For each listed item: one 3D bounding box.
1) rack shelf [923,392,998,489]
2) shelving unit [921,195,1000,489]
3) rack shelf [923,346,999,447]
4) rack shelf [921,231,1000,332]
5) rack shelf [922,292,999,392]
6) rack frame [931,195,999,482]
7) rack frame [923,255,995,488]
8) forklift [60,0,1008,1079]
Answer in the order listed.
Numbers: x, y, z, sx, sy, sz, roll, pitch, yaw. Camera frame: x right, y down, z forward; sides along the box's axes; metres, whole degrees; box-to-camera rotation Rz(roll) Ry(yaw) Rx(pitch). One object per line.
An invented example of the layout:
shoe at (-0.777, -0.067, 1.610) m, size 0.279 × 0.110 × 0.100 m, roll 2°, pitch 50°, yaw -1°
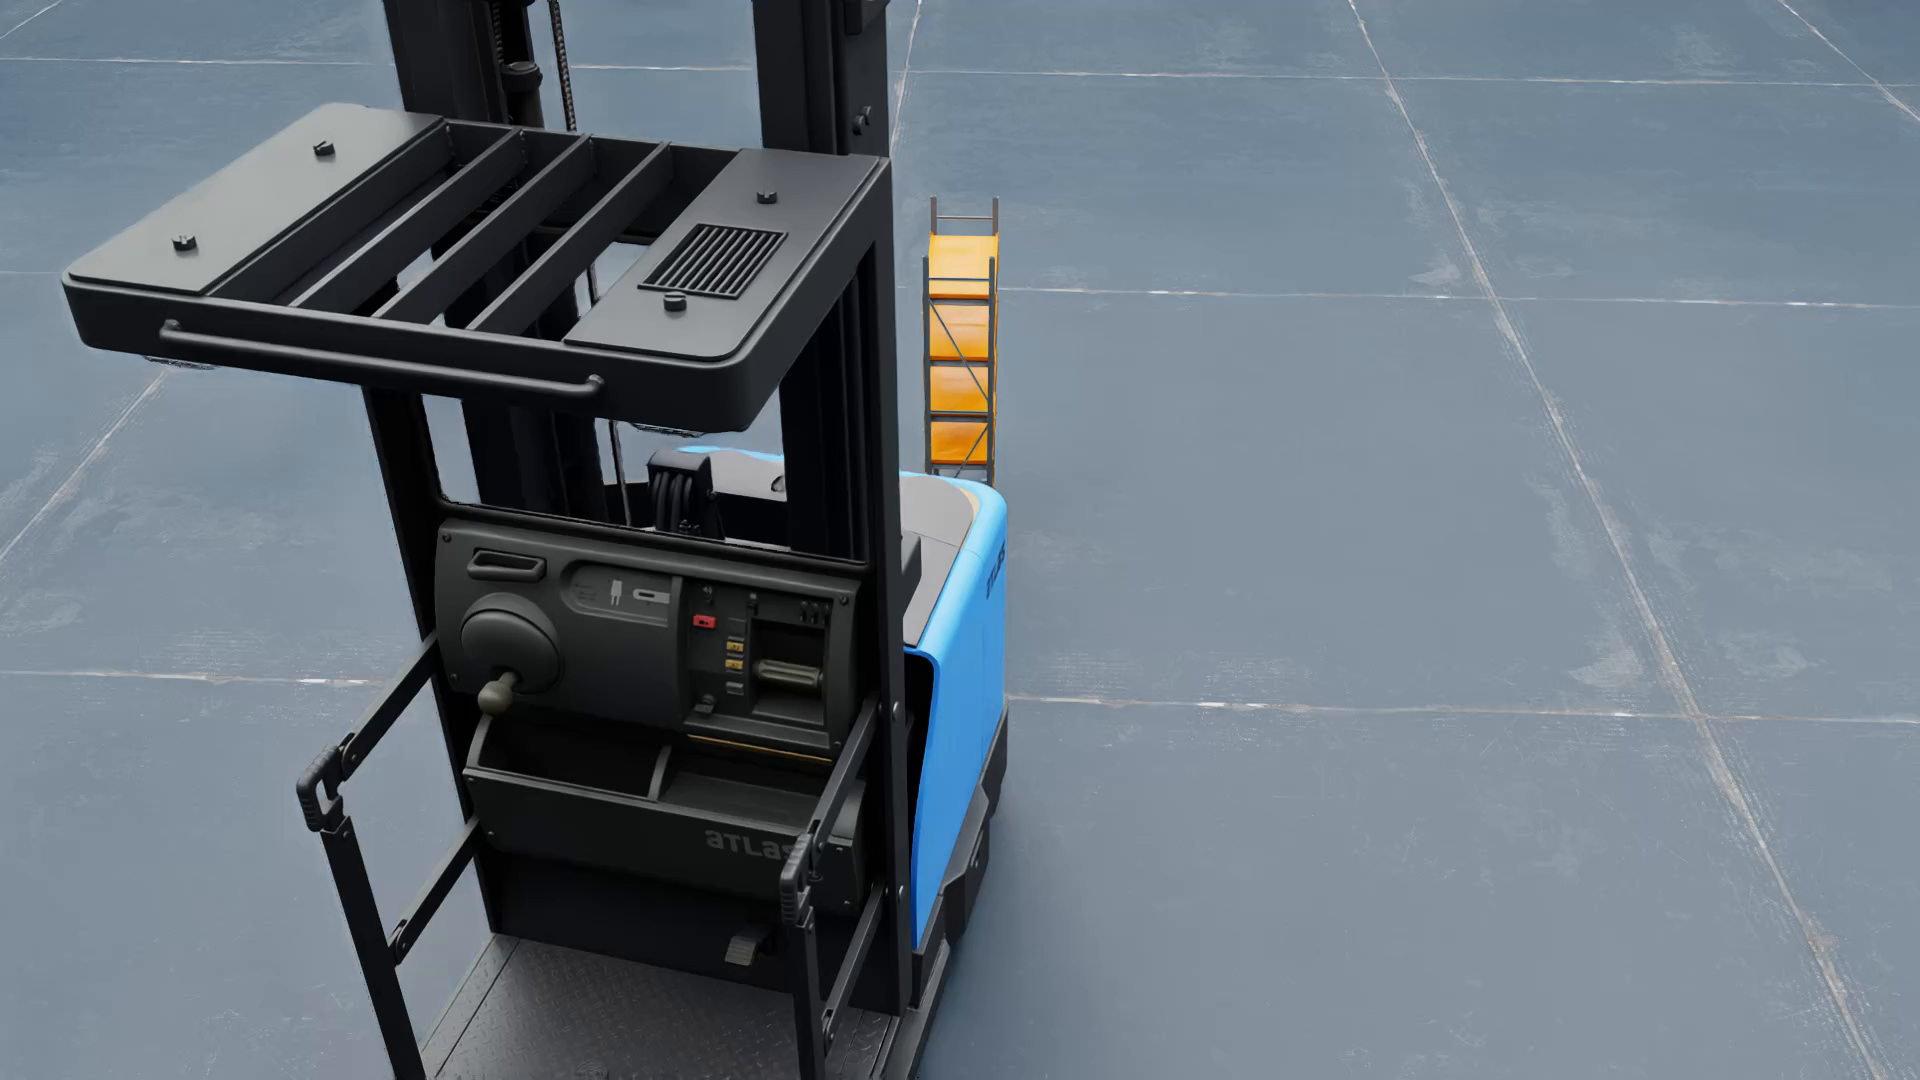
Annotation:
rack shelf at (0.007, -0.368, 6.193) m, size 0.258 × 0.148 × 0.480 m, roll 1°, pitch 35°, yaw 2°
shelving unit at (0.007, -0.586, 6.040) m, size 0.258 × 1.200 × 0.503 m, roll 1°, pitch 35°, yaw 2°
rack shelf at (0.007, -0.531, 6.079) m, size 0.258 × 0.148 × 0.480 m, roll 1°, pitch 35°, yaw 2°
rack shelf at (0.007, -0.907, 5.814) m, size 0.258 × 0.148 × 0.480 m, roll 1°, pitch 35°, yaw 2°
rack shelf at (0.007, -0.714, 5.950) m, size 0.258 × 0.148 × 0.480 m, roll 1°, pitch 35°, yaw 2°
rack frame at (0.016, -0.726, 6.240) m, size 0.240 × 1.200 × 0.015 m, roll 1°, pitch 35°, yaw 2°
rack frame at (-0.003, -0.446, 5.841) m, size 0.240 × 1.200 × 0.015 m, roll 1°, pitch 35°, yaw 2°
forklift at (-0.717, 0.276, 3.308) m, size 1.130 × 2.935 × 3.031 m, roll 8°, pitch 36°, yaw 12°
